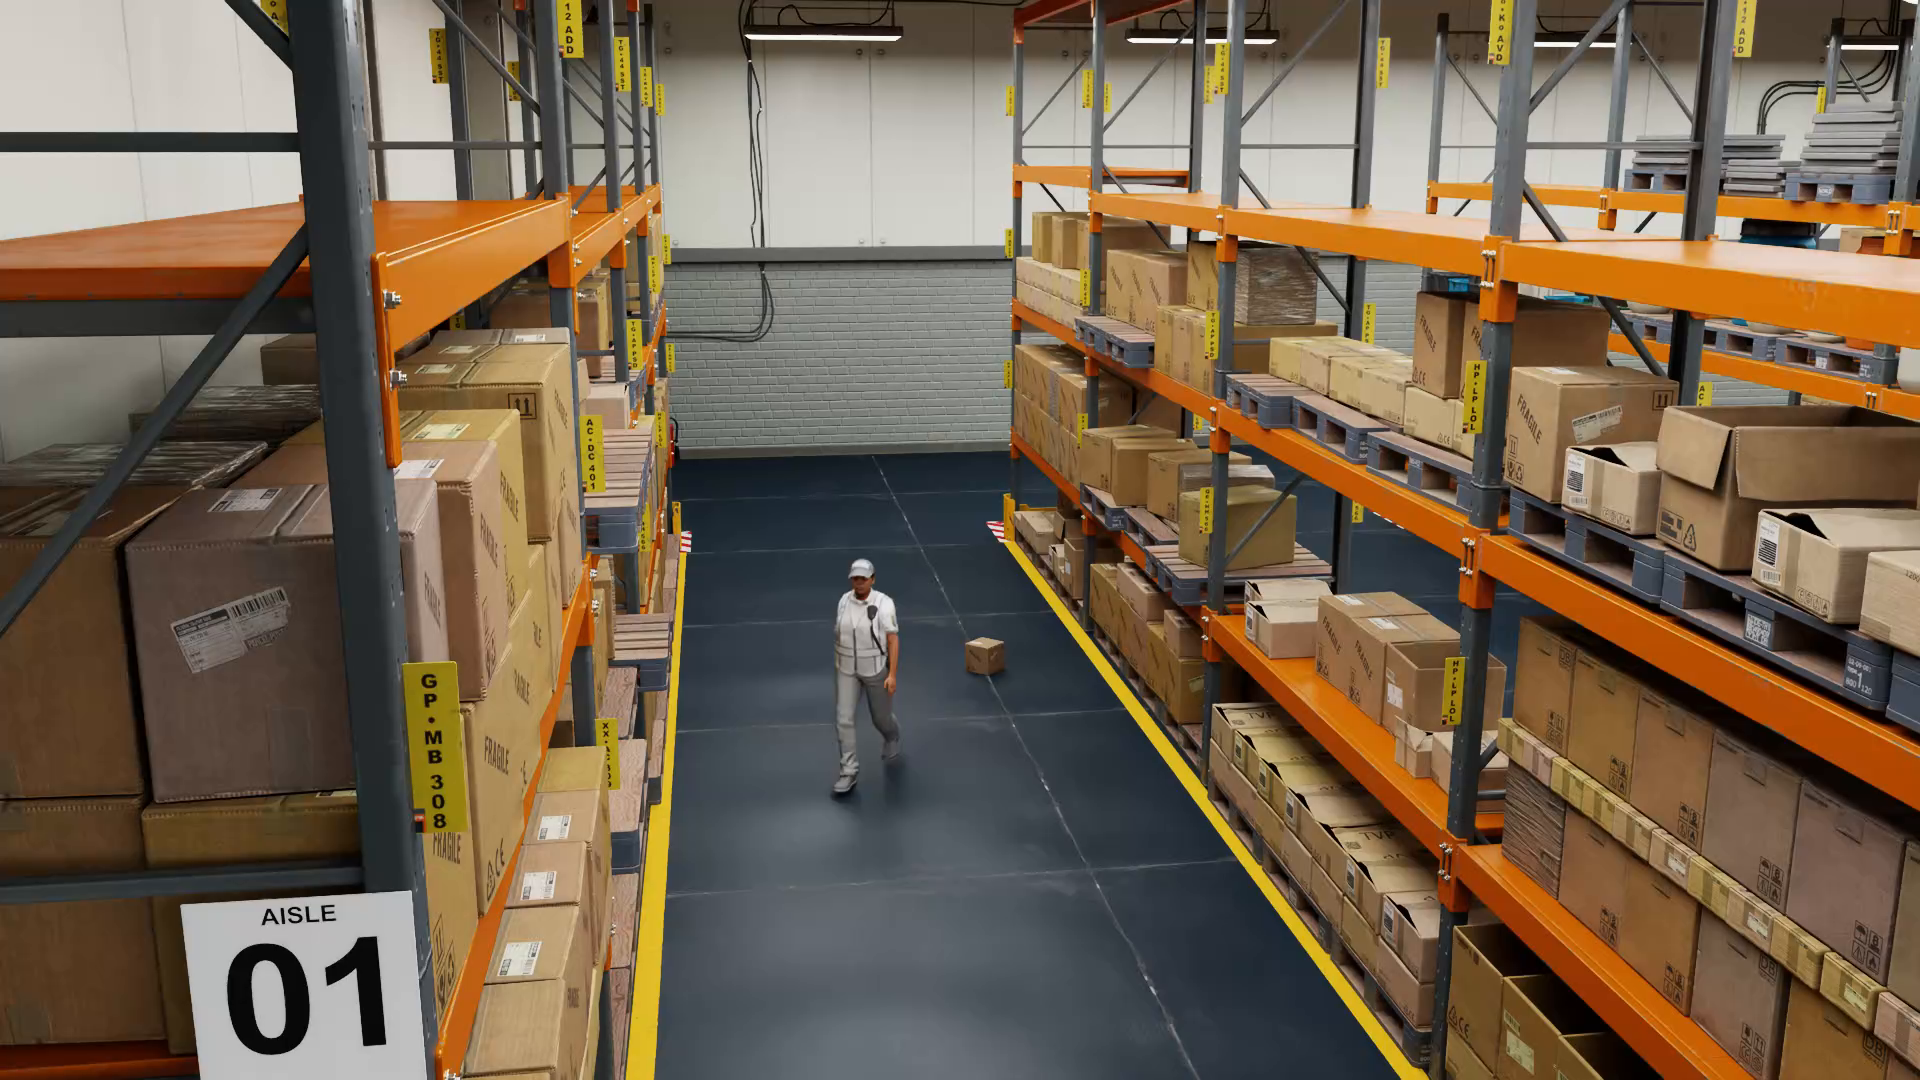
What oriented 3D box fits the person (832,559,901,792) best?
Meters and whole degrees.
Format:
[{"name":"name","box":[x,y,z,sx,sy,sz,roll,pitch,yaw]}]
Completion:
[{"name":"person","box":[-0.662,0.929,12.015,0.490,1.624,0.893,3,14,14]}]
